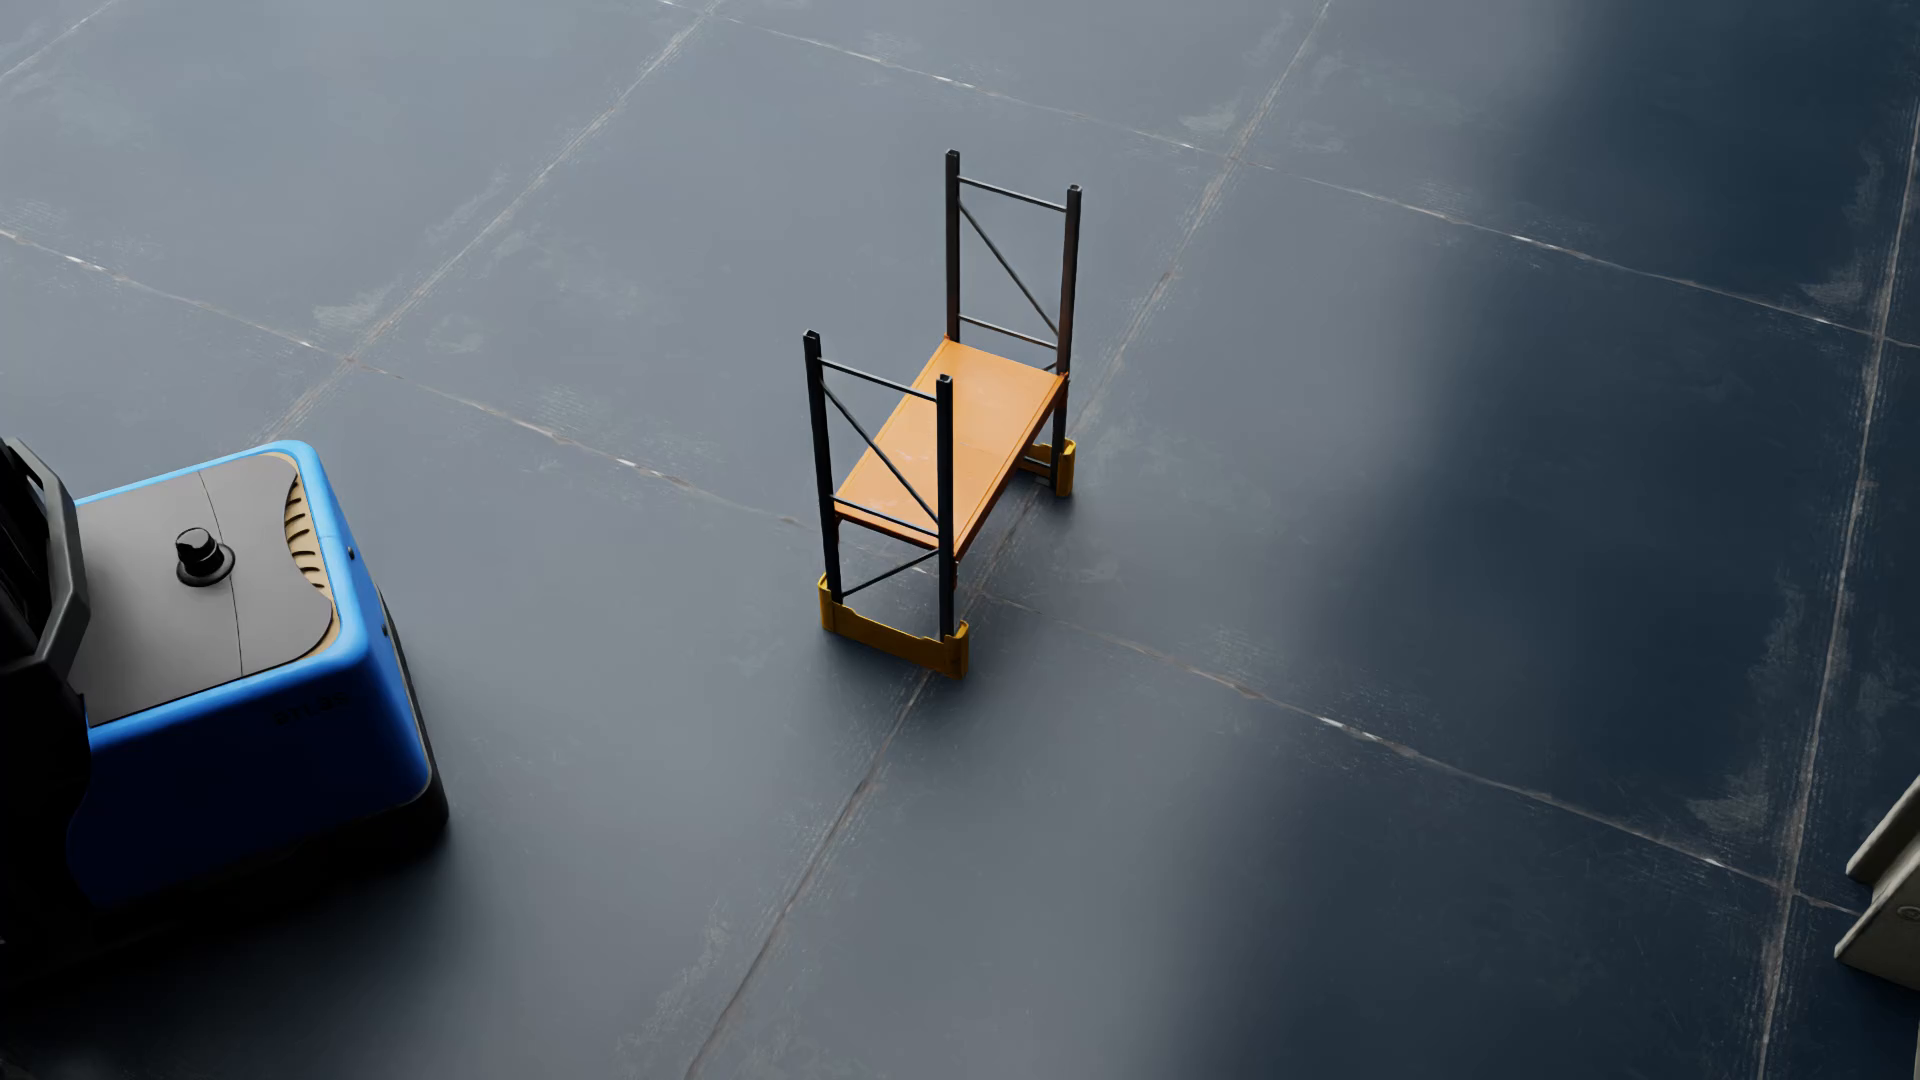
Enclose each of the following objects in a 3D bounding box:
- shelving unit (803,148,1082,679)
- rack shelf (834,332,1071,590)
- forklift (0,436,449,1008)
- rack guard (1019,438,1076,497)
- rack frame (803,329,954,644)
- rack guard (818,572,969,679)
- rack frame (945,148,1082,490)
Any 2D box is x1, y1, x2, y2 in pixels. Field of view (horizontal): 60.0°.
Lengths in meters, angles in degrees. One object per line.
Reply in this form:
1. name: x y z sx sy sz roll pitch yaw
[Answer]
1. shelving unit: -0.033 -0.434 5.949 0.587 1.500 1.083 20 52 16
2. rack shelf: -0.036 -0.311 6.081 0.538 0.185 1.000 20 52 16
3. forklift: -3.304 0.195 4.474 3.031 2.935 1.130 -19 52 -16
4. rack guard: 0.180 -0.371 6.717 0.587 0.250 0.087 20 52 16
5. rack frame: -0.254 -0.077 5.646 0.500 1.500 0.032 20 52 16
6. rack guard: -0.245 0.314 6.133 0.587 0.250 0.087 20 52 16
7. rack frame: 0.181 -0.777 6.242 0.500 1.500 0.032 20 52 16
